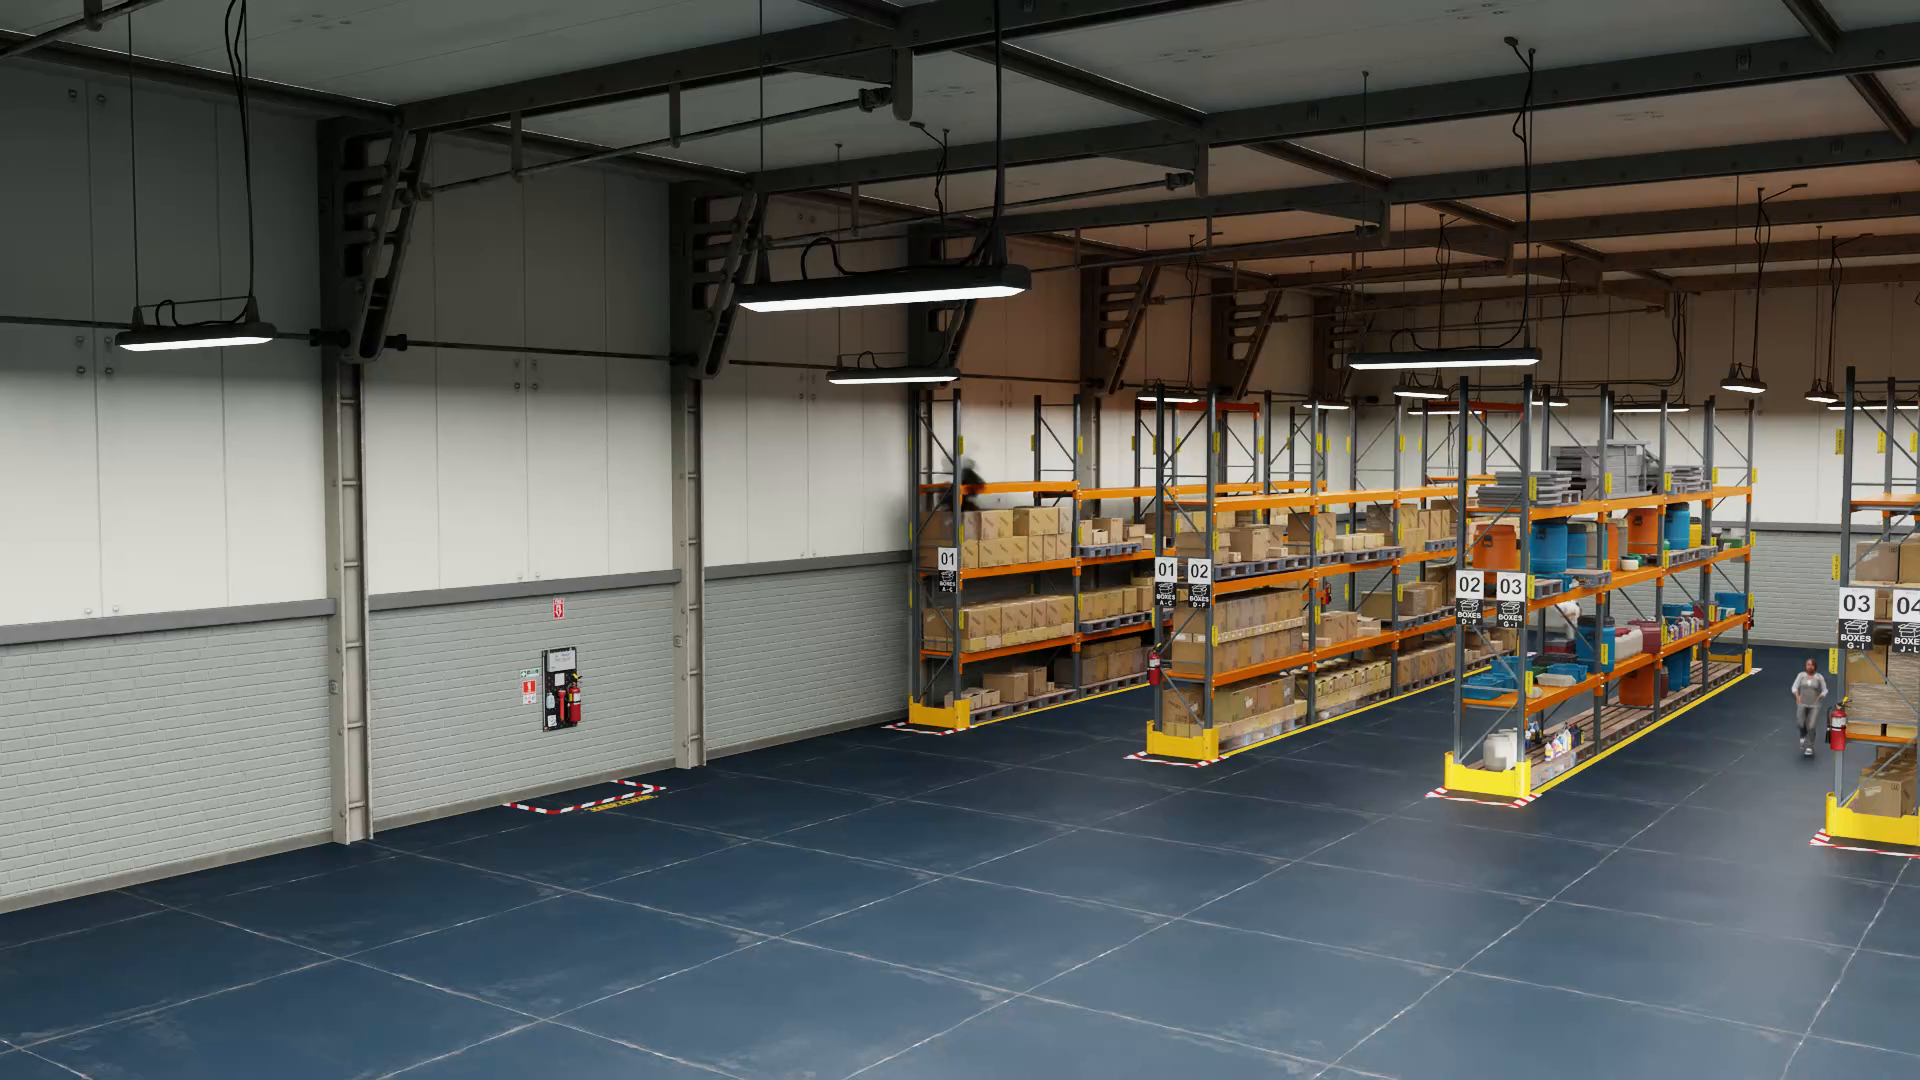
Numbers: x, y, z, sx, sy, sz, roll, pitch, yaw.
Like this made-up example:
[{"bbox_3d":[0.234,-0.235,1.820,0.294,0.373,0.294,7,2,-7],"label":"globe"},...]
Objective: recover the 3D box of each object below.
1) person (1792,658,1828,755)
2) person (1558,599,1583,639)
[{"bbox_3d":[13.721,2.693,26.874,0.534,1.554,0.552,2,4,31],"label":"person"},{"bbox_3d":[14.416,1.969,39.136,0.699,1.629,0.645,0,3,2],"label":"person"}]
